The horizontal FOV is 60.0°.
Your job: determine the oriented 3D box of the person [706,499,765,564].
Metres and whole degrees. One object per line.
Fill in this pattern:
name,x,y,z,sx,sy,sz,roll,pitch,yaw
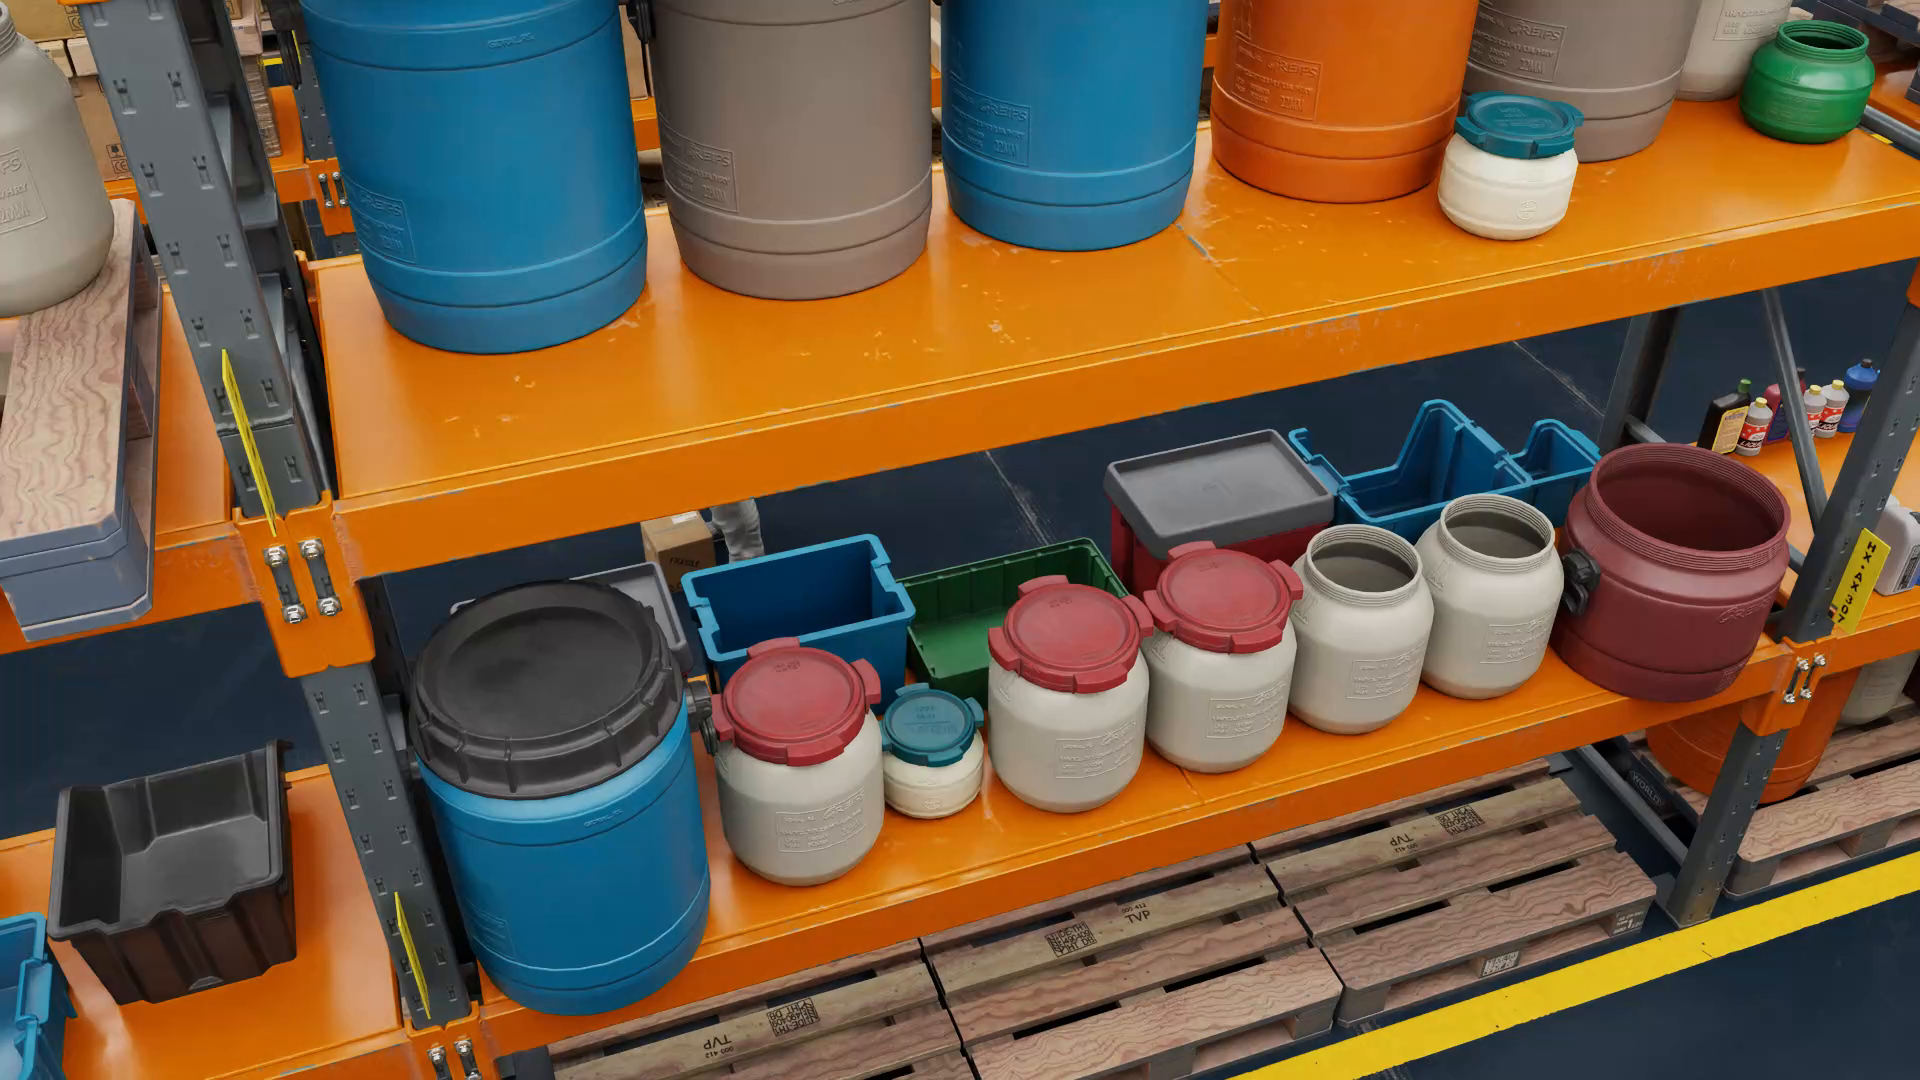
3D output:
person,-1.017,-0.561,6.866,0.466,1.667,0.539,-12,40,-15
